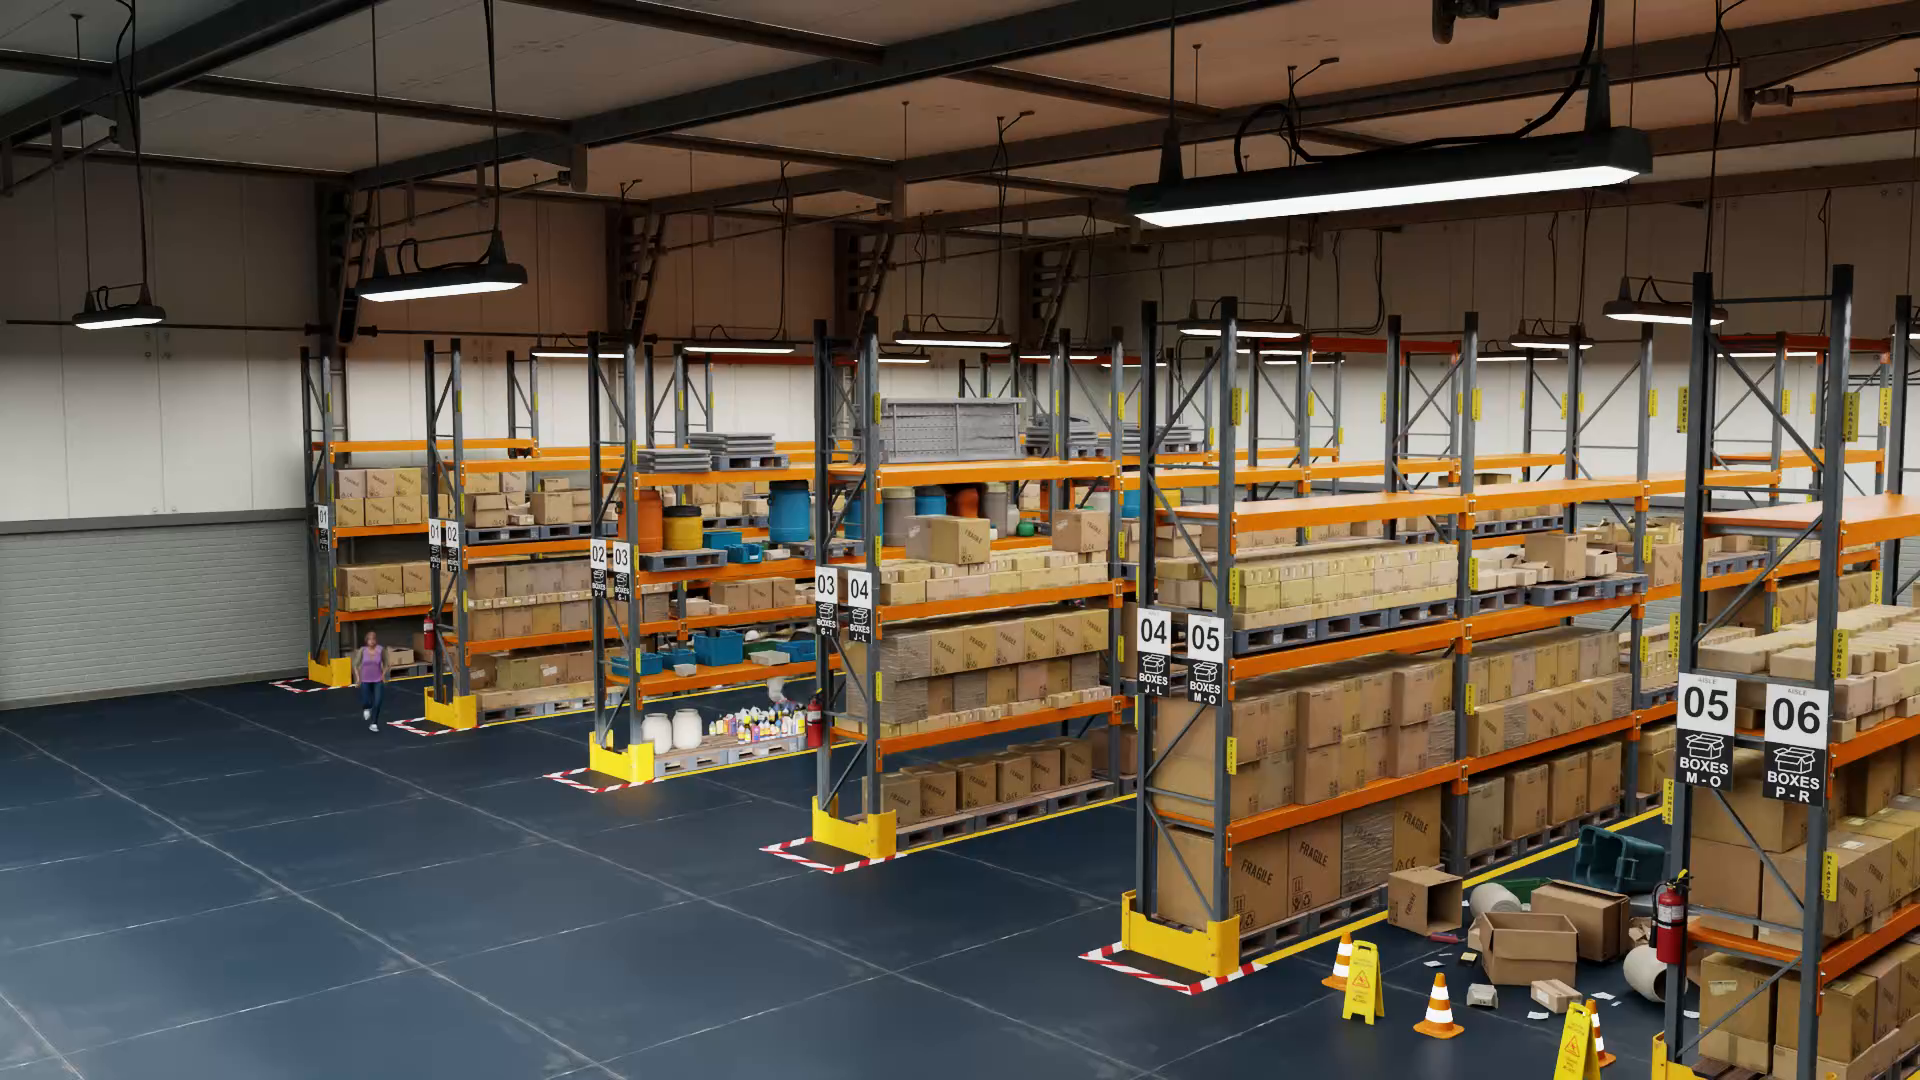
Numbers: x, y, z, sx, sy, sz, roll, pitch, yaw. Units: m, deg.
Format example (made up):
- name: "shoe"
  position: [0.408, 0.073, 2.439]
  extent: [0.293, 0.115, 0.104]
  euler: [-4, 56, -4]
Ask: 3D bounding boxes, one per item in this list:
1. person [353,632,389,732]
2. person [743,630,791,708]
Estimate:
- name: "person"
  position: [-9.019, 2.161, 25.492]
  extent: [0.524, 1.546, 0.571]
  euler: [-2, 5, -24]
- name: "person"
  position: [-2.948, 2.119, 26.064]
  extent: [0.683, 1.474, 0.996]
  euler: [4, 7, 41]
